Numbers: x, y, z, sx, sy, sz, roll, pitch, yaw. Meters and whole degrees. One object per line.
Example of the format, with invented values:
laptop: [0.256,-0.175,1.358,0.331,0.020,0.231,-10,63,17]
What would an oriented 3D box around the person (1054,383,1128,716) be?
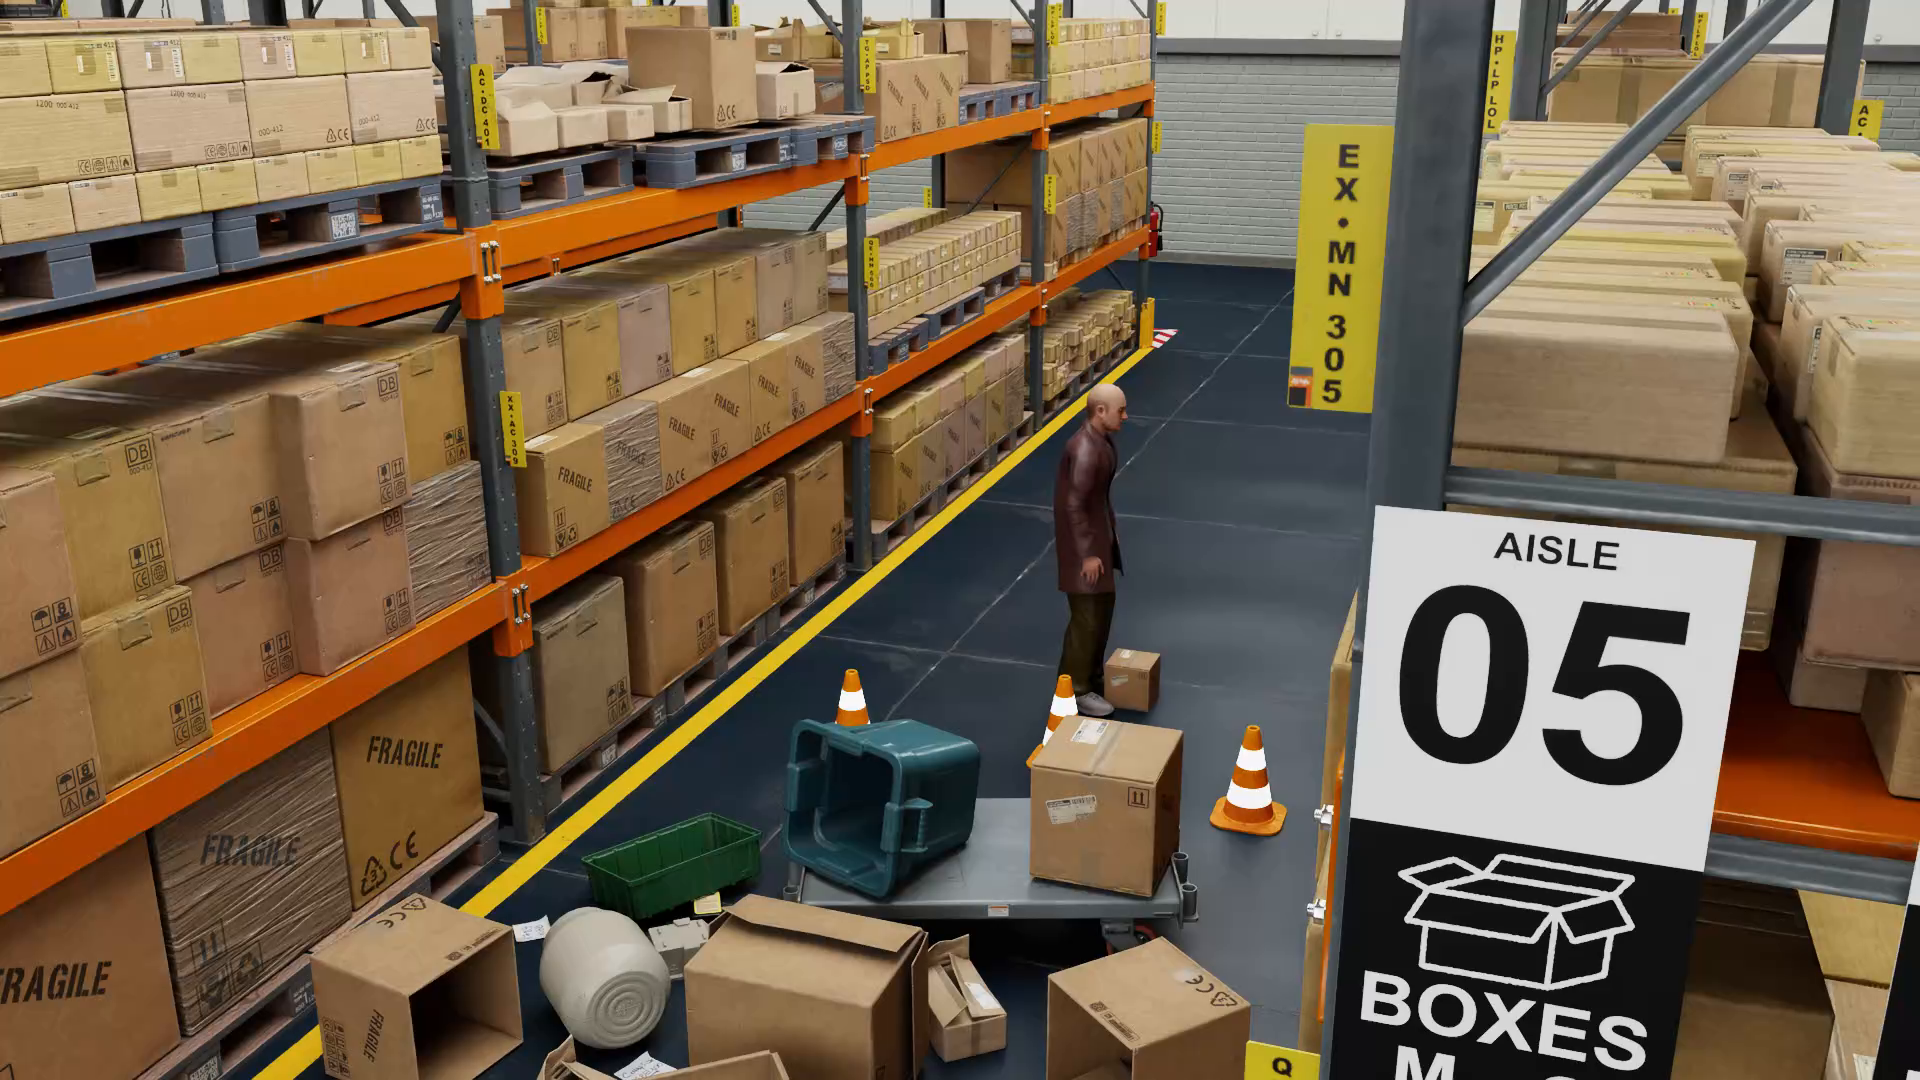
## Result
person: [0.718,0.022,9.018,0.417,1.774,0.656,6,19,16]
